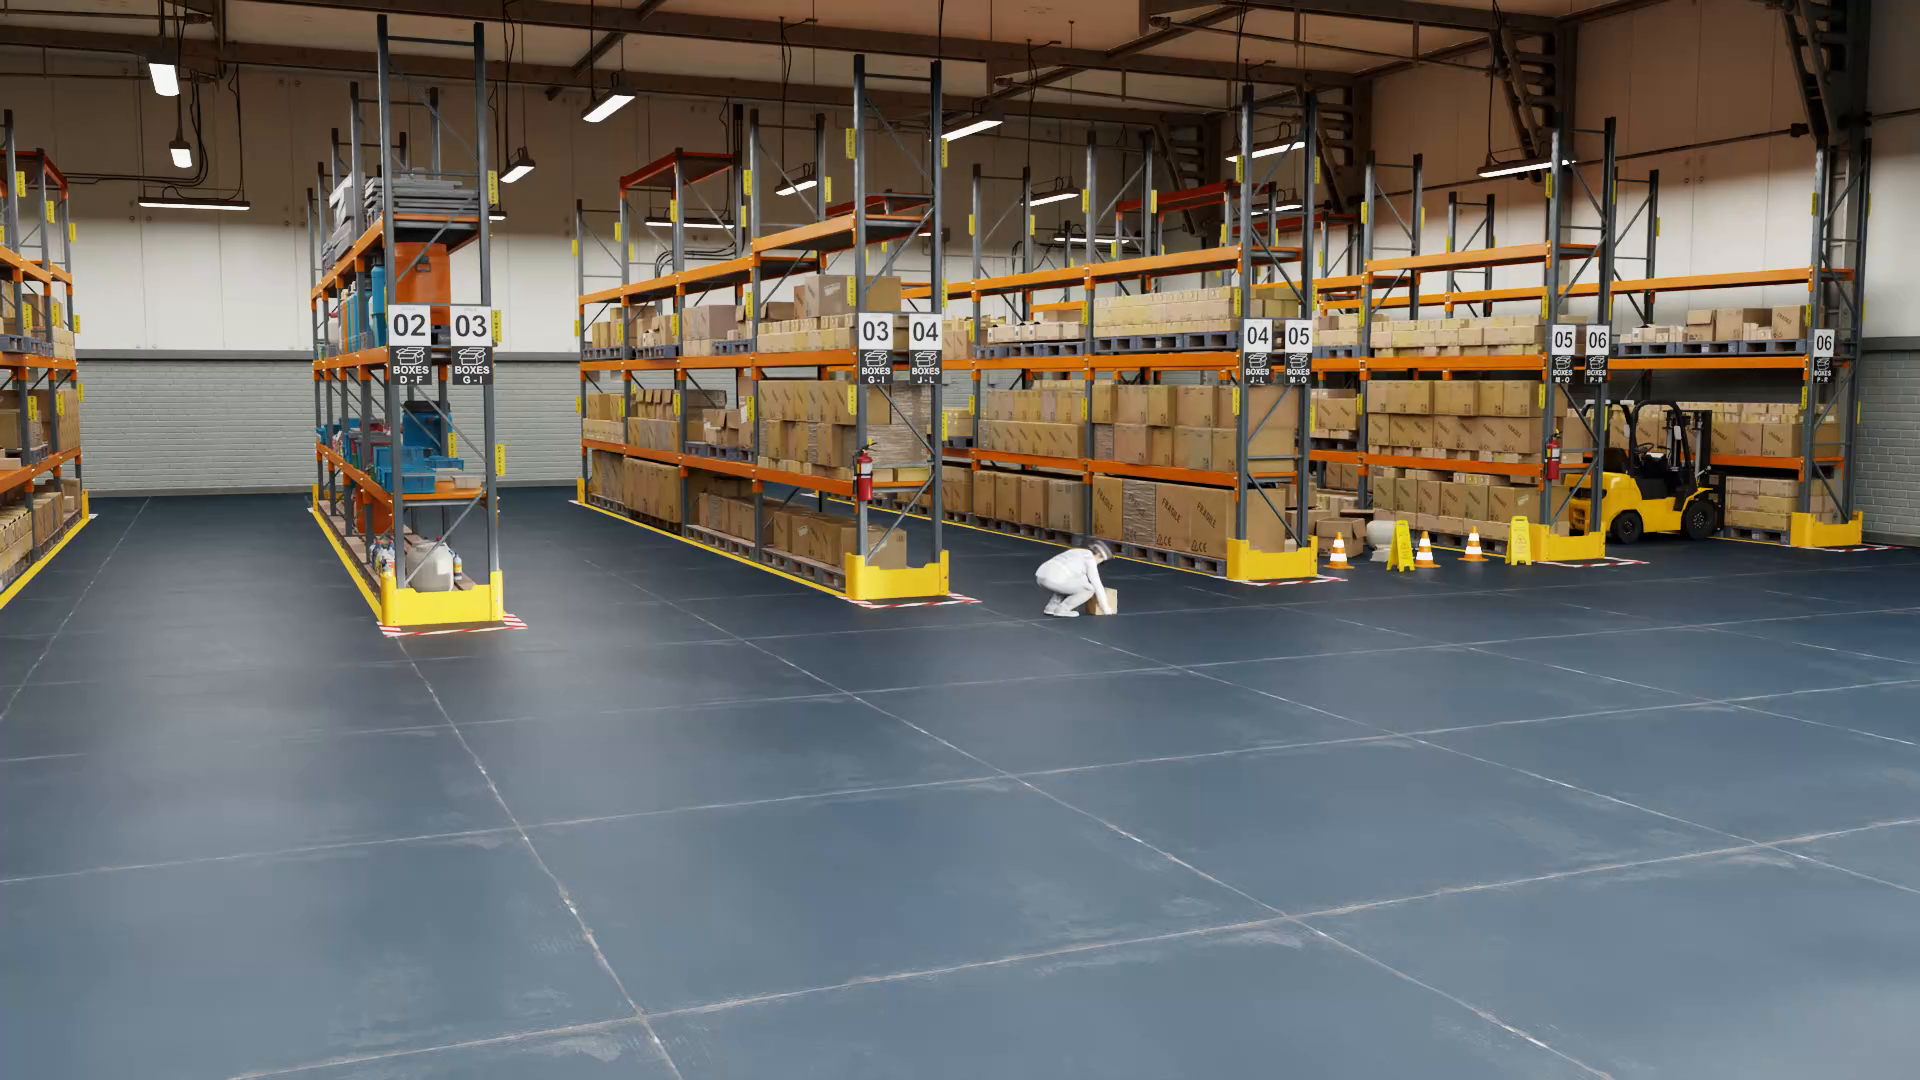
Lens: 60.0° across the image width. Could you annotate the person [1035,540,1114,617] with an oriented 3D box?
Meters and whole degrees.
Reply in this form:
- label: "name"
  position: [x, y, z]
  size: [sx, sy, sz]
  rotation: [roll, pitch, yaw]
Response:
- label: "person"
  position: [1.218, 0.436, 17.493]
  size: [0.886, 0.852, 0.473]
  rotation: [-2, 6, -24]
